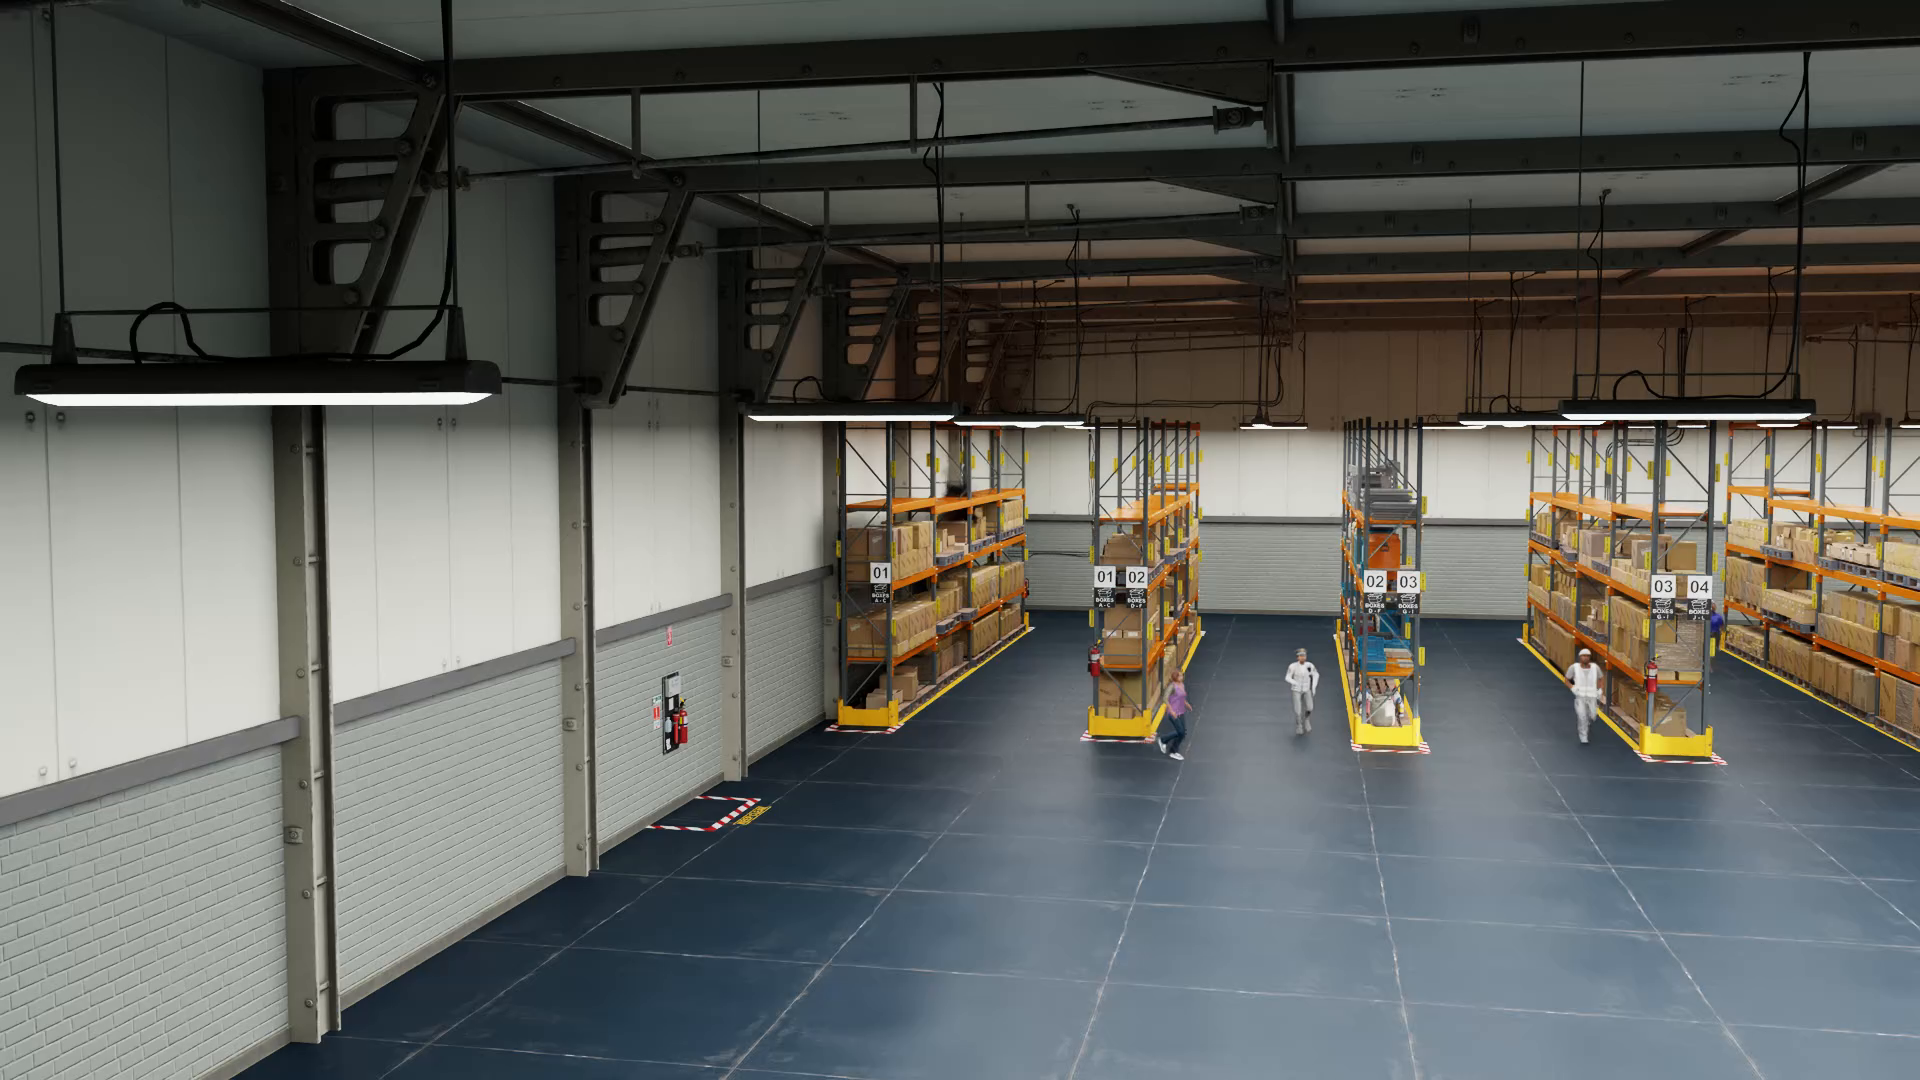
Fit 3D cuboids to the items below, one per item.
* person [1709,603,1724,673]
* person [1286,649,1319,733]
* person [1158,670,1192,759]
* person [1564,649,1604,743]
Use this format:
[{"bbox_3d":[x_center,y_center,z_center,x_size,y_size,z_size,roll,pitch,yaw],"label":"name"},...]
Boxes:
[{"bbox_3d":[18.033,2.340,39.917,0.578,1.634,0.782,1,4,17],"label":"person"},{"bbox_3d":[6.452,2.859,31.422,0.597,1.648,0.652,0,4,5],"label":"person"},{"bbox_3d":[3.778,3.061,29.206,0.538,1.558,0.555,3,5,39],"label":"person"},{"bbox_3d":[11.511,2.867,30.671,0.710,1.735,0.629,1,4,9],"label":"person"}]
